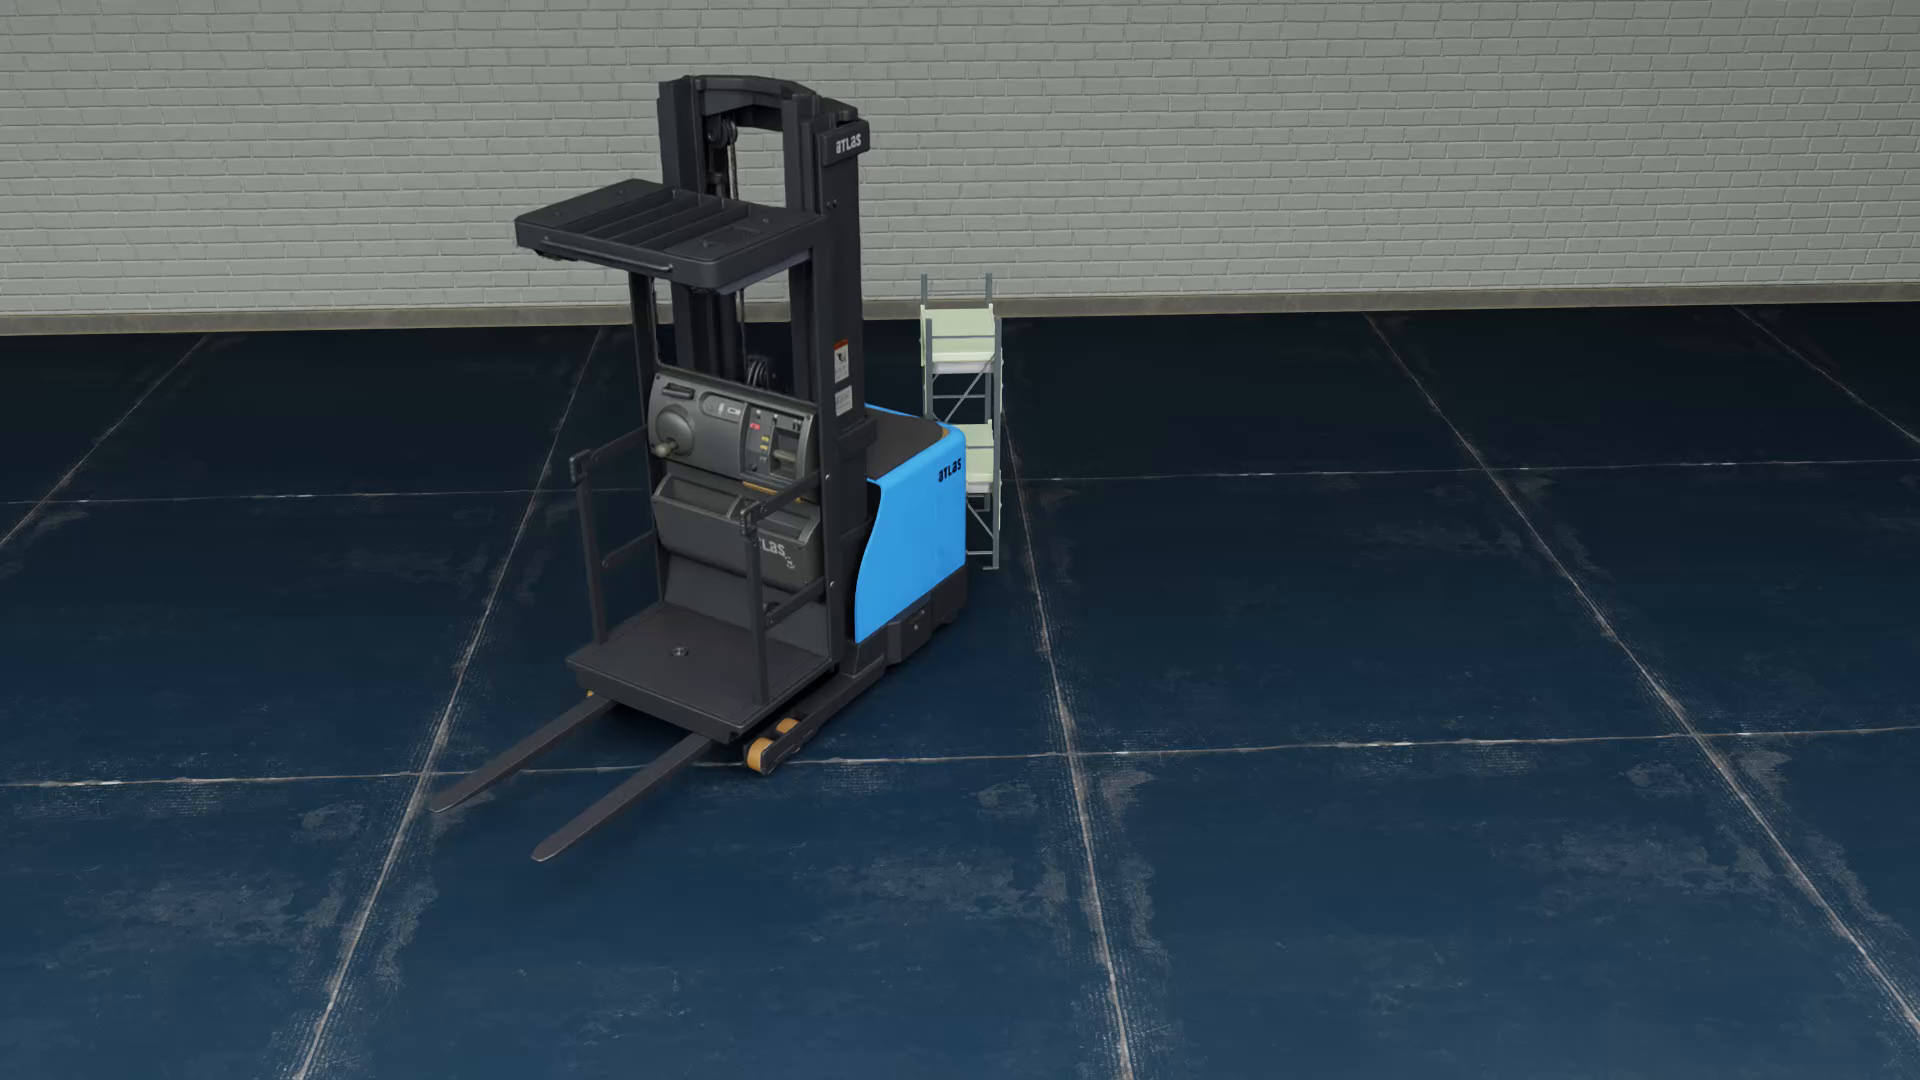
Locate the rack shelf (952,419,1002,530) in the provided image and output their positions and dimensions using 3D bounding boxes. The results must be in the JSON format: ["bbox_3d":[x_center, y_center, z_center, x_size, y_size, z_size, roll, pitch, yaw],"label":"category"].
[{"bbox_3d":[0.000,-0.379,9.560,0.431,0.370,0.720,-1,28,-3],"label":"rack shelf"}]

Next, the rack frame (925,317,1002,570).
[{"bbox_3d":[0.019,-0.499,9.085,0.400,1.500,0.023,-1,28,-3],"label":"rack frame"}]

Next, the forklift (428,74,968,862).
[{"bbox_3d":[-1.172,-0.467,7.477,1.130,2.935,3.031,16,32,28],"label":"forklift"}]

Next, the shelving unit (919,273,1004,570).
[{"bbox_3d":[0.000,-0.668,9.409,0.431,1.500,0.755,-1,28,-3],"label":"shelving unit"}]

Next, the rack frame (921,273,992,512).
[{"bbox_3d":[-0.019,-0.837,9.733,0.400,1.500,0.023,-1,28,-3],"label":"rack frame"}]

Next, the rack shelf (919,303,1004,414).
[{"bbox_3d":[0.000,-1.014,9.229,0.431,0.370,0.720,-1,28,-3],"label":"rack shelf"}]
